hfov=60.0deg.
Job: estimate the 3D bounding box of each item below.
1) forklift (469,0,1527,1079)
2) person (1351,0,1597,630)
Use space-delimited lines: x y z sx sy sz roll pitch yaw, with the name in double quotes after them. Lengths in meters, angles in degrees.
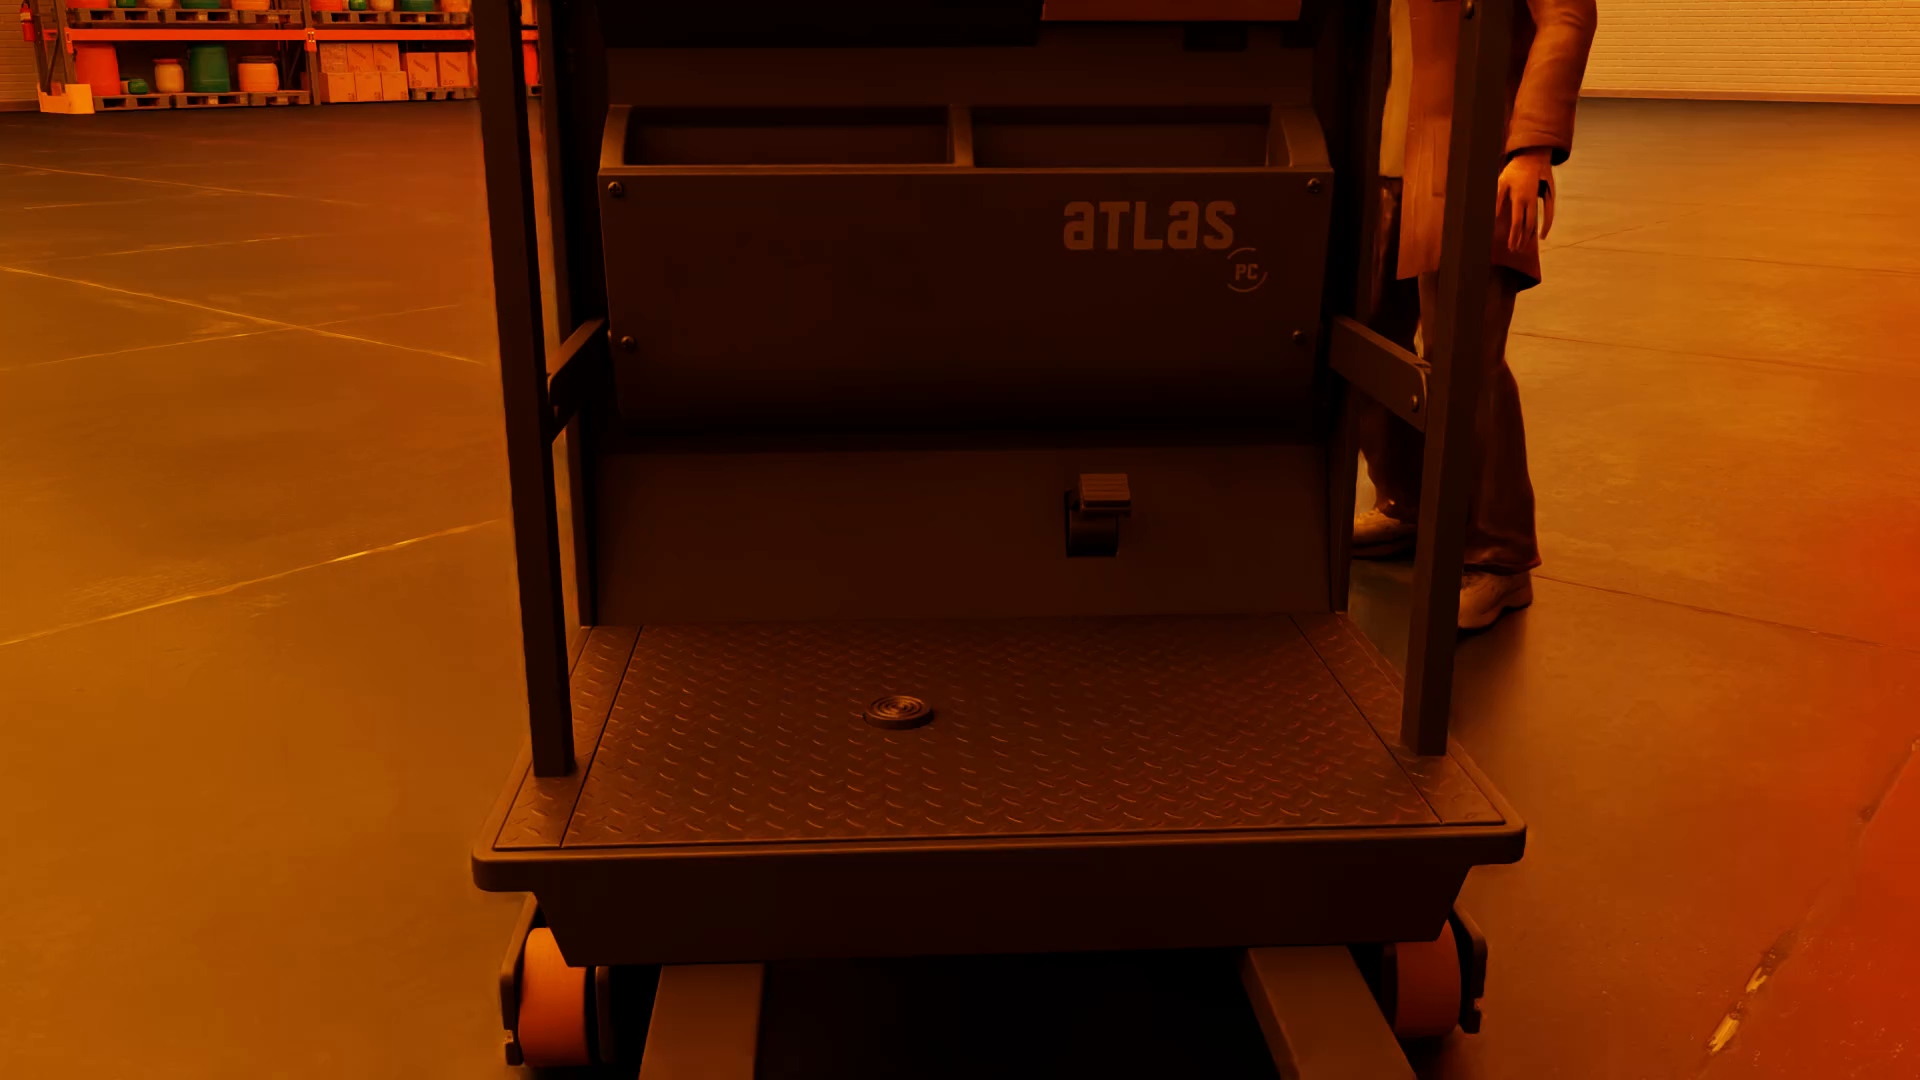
0.023 -0.888 1.821 1.130 2.935 3.031 -1 17 -3 "forklift"
1.002 -0.773 3.481 0.430 1.752 0.849 -6 18 -18 "person"
